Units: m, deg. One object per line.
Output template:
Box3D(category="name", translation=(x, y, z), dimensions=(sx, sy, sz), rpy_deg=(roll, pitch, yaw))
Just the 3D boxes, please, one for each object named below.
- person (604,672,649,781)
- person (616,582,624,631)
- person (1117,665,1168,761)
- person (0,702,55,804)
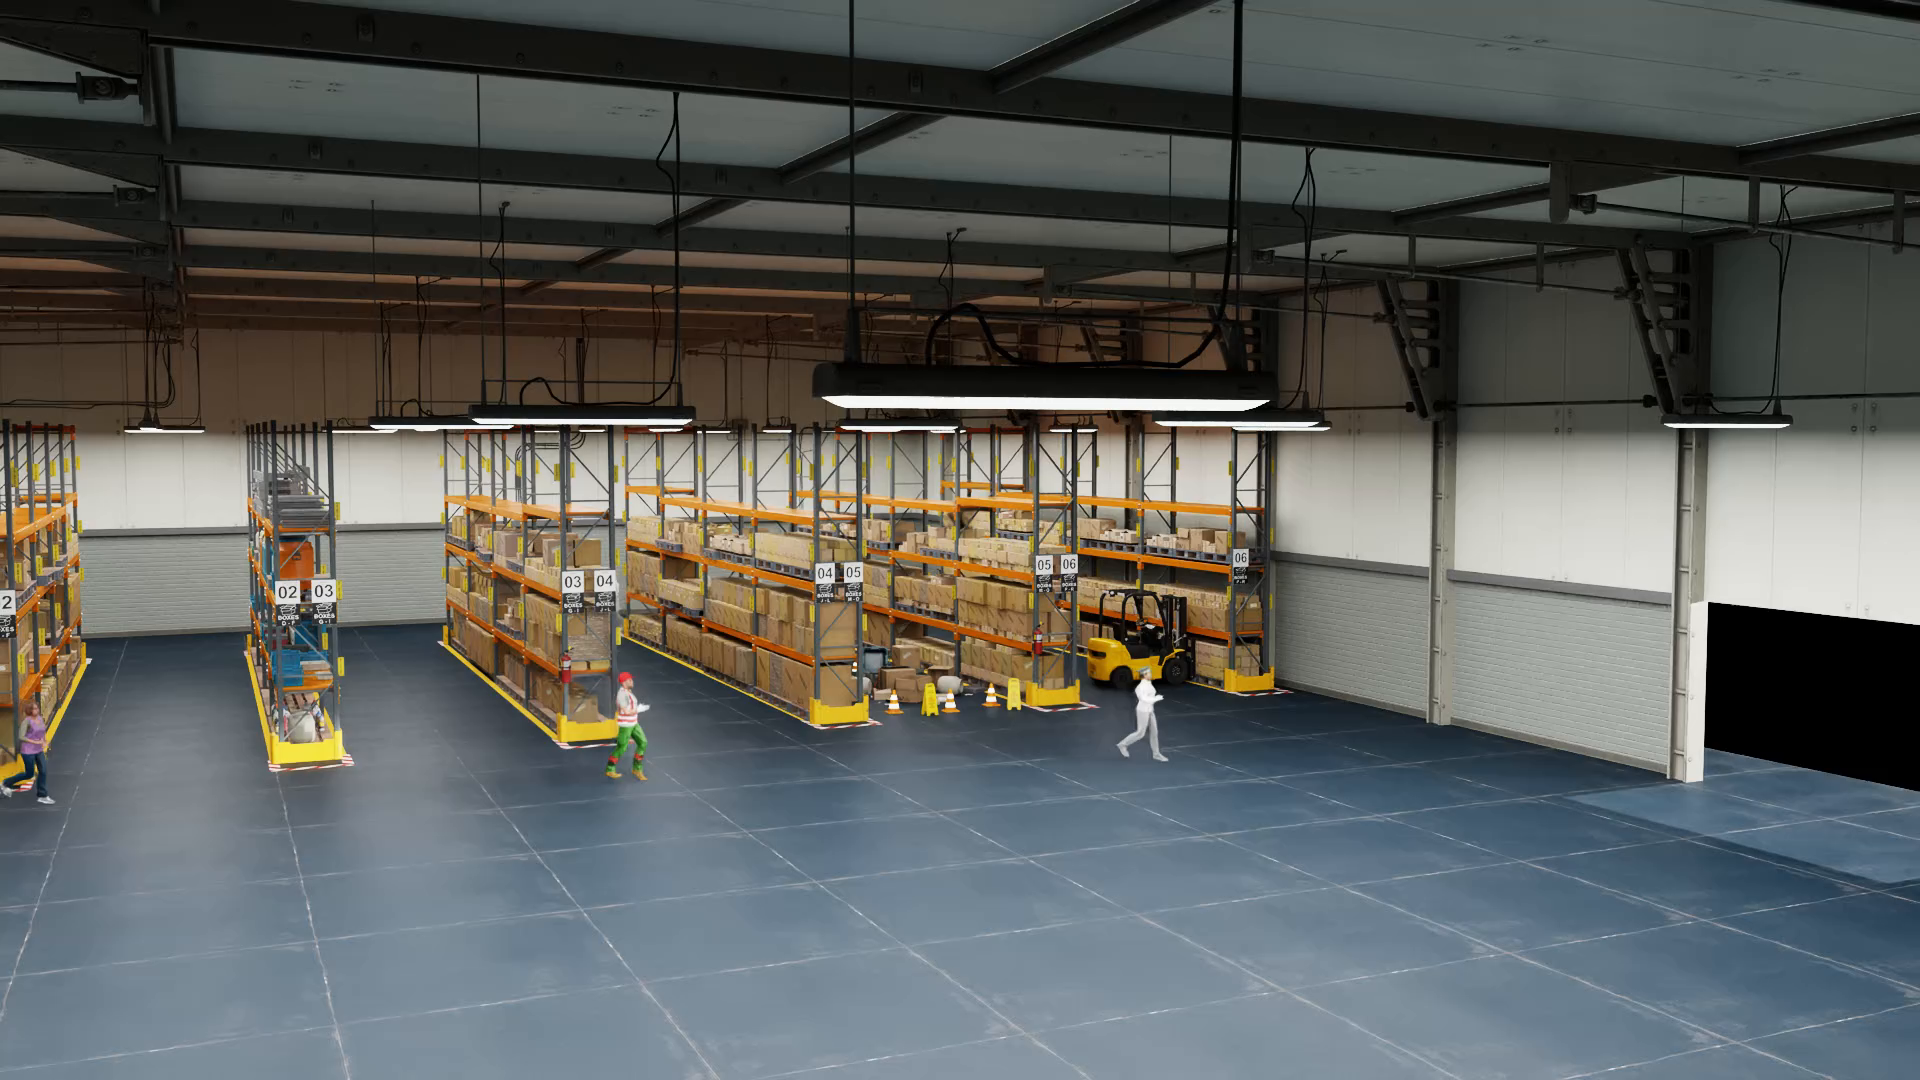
Box3D(category="person", translation=(-5.508, 3.104, 27.564), dimensions=(0.774, 1.845, 0.643), rpy_deg=(0, 4, 7))
Box3D(category="person", translation=(-10.048, 1.832, 48.302), dimensions=(0.880, 1.823, 0.714), rpy_deg=(-3, 5, -42))
Box3D(category="person", translation=(3.224, 3.029, 29.221), dimensions=(0.899, 1.682, 0.631), rpy_deg=(1, 4, 19))
Box3D(category="person", translation=(-14.504, 3.322, 25.915), dimensions=(0.805, 1.597, 0.549), rpy_deg=(0, 4, 6))
